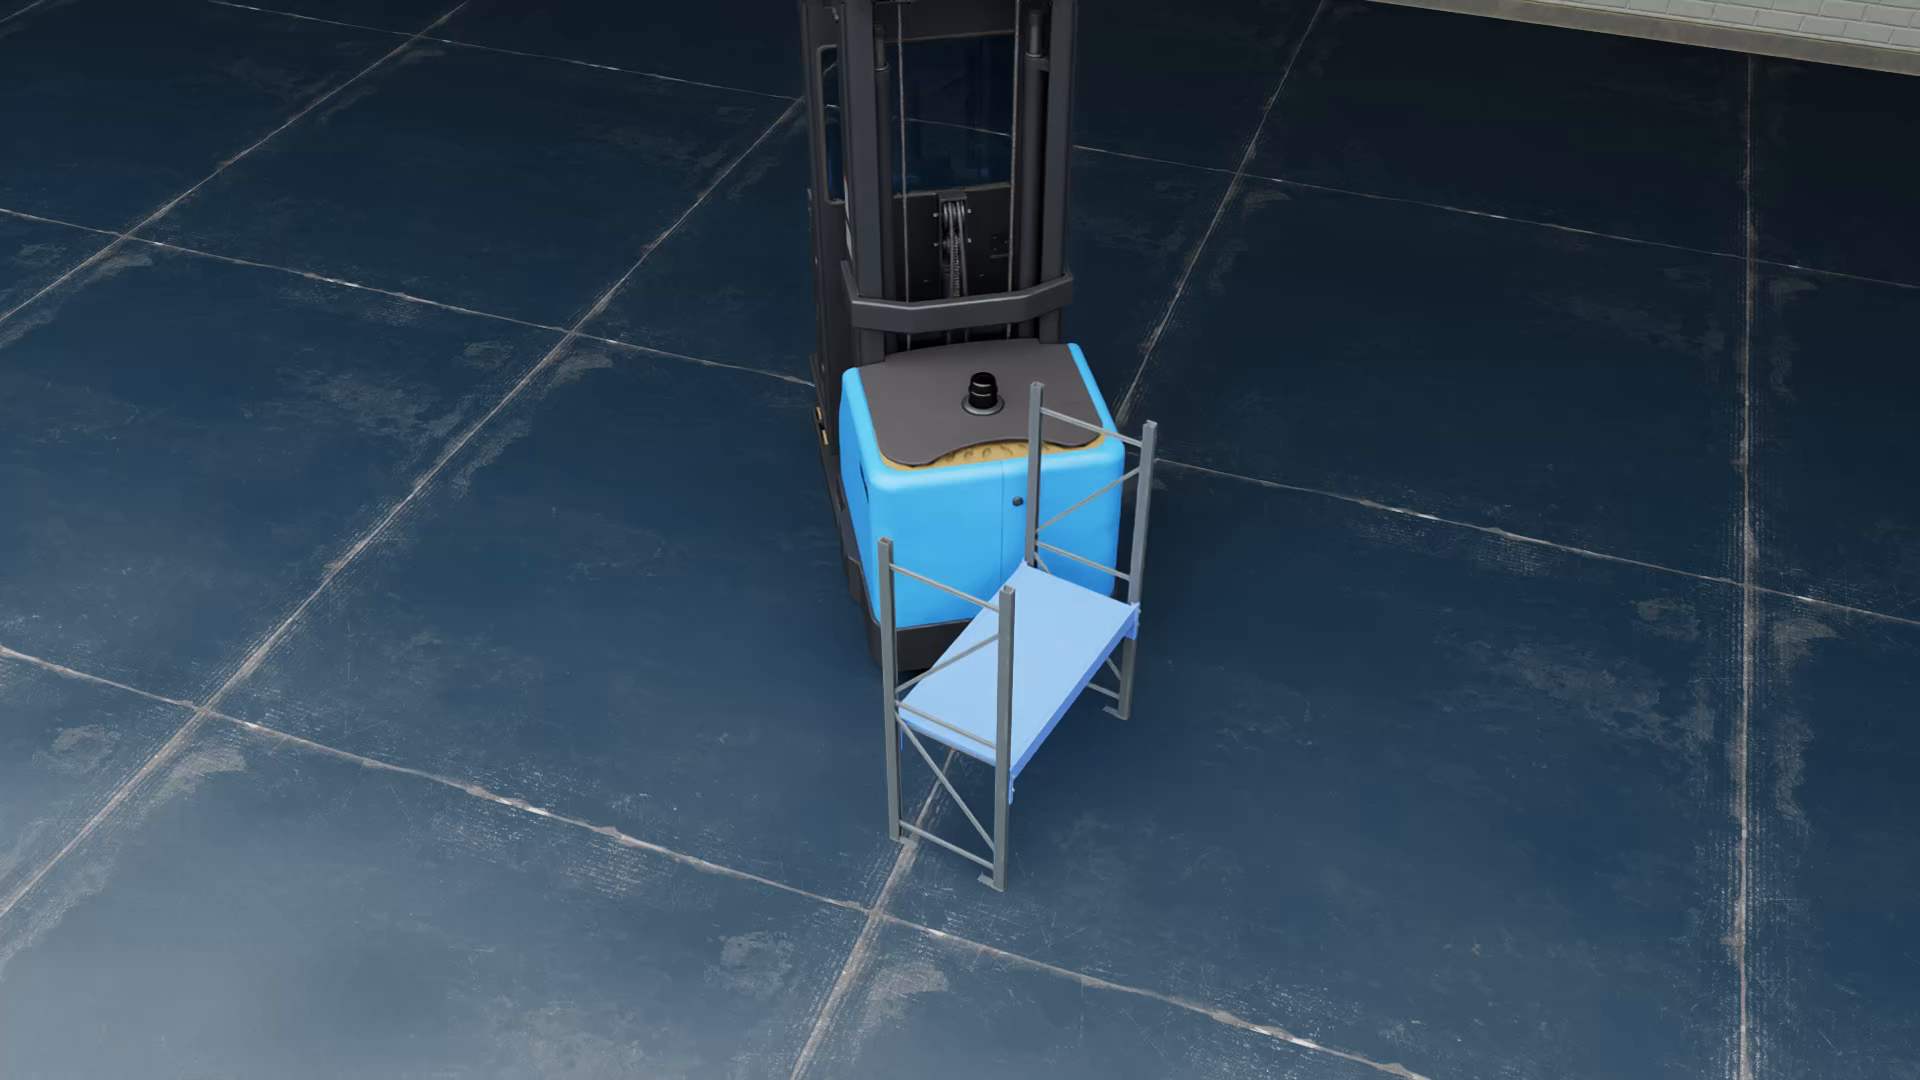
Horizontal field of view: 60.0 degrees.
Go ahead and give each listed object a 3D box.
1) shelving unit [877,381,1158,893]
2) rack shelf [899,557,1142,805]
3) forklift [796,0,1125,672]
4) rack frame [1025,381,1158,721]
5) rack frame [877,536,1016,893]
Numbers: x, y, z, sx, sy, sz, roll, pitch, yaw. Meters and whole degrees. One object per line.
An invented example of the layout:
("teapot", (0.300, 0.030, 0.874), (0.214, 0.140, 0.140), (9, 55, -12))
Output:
("shelving unit", (0.215, 0.365, 6.120), (0.538, 1.500, 1.048), (21, 45, 23))
("rack shelf", (0.215, 0.502, 6.237), (0.538, 0.185, 1.000), (21, 45, 23))
("forklift", (-0.126, -1.527, 7.235), (1.130, 2.935, 3.031), (-7, 41, -9))
("rack frame", (0.478, 0.082, 6.452), (0.500, 1.500, 0.032), (21, 45, 23))
("rack frame", (-0.047, 0.648, 5.789), (0.500, 1.500, 0.032), (21, 45, 23))
